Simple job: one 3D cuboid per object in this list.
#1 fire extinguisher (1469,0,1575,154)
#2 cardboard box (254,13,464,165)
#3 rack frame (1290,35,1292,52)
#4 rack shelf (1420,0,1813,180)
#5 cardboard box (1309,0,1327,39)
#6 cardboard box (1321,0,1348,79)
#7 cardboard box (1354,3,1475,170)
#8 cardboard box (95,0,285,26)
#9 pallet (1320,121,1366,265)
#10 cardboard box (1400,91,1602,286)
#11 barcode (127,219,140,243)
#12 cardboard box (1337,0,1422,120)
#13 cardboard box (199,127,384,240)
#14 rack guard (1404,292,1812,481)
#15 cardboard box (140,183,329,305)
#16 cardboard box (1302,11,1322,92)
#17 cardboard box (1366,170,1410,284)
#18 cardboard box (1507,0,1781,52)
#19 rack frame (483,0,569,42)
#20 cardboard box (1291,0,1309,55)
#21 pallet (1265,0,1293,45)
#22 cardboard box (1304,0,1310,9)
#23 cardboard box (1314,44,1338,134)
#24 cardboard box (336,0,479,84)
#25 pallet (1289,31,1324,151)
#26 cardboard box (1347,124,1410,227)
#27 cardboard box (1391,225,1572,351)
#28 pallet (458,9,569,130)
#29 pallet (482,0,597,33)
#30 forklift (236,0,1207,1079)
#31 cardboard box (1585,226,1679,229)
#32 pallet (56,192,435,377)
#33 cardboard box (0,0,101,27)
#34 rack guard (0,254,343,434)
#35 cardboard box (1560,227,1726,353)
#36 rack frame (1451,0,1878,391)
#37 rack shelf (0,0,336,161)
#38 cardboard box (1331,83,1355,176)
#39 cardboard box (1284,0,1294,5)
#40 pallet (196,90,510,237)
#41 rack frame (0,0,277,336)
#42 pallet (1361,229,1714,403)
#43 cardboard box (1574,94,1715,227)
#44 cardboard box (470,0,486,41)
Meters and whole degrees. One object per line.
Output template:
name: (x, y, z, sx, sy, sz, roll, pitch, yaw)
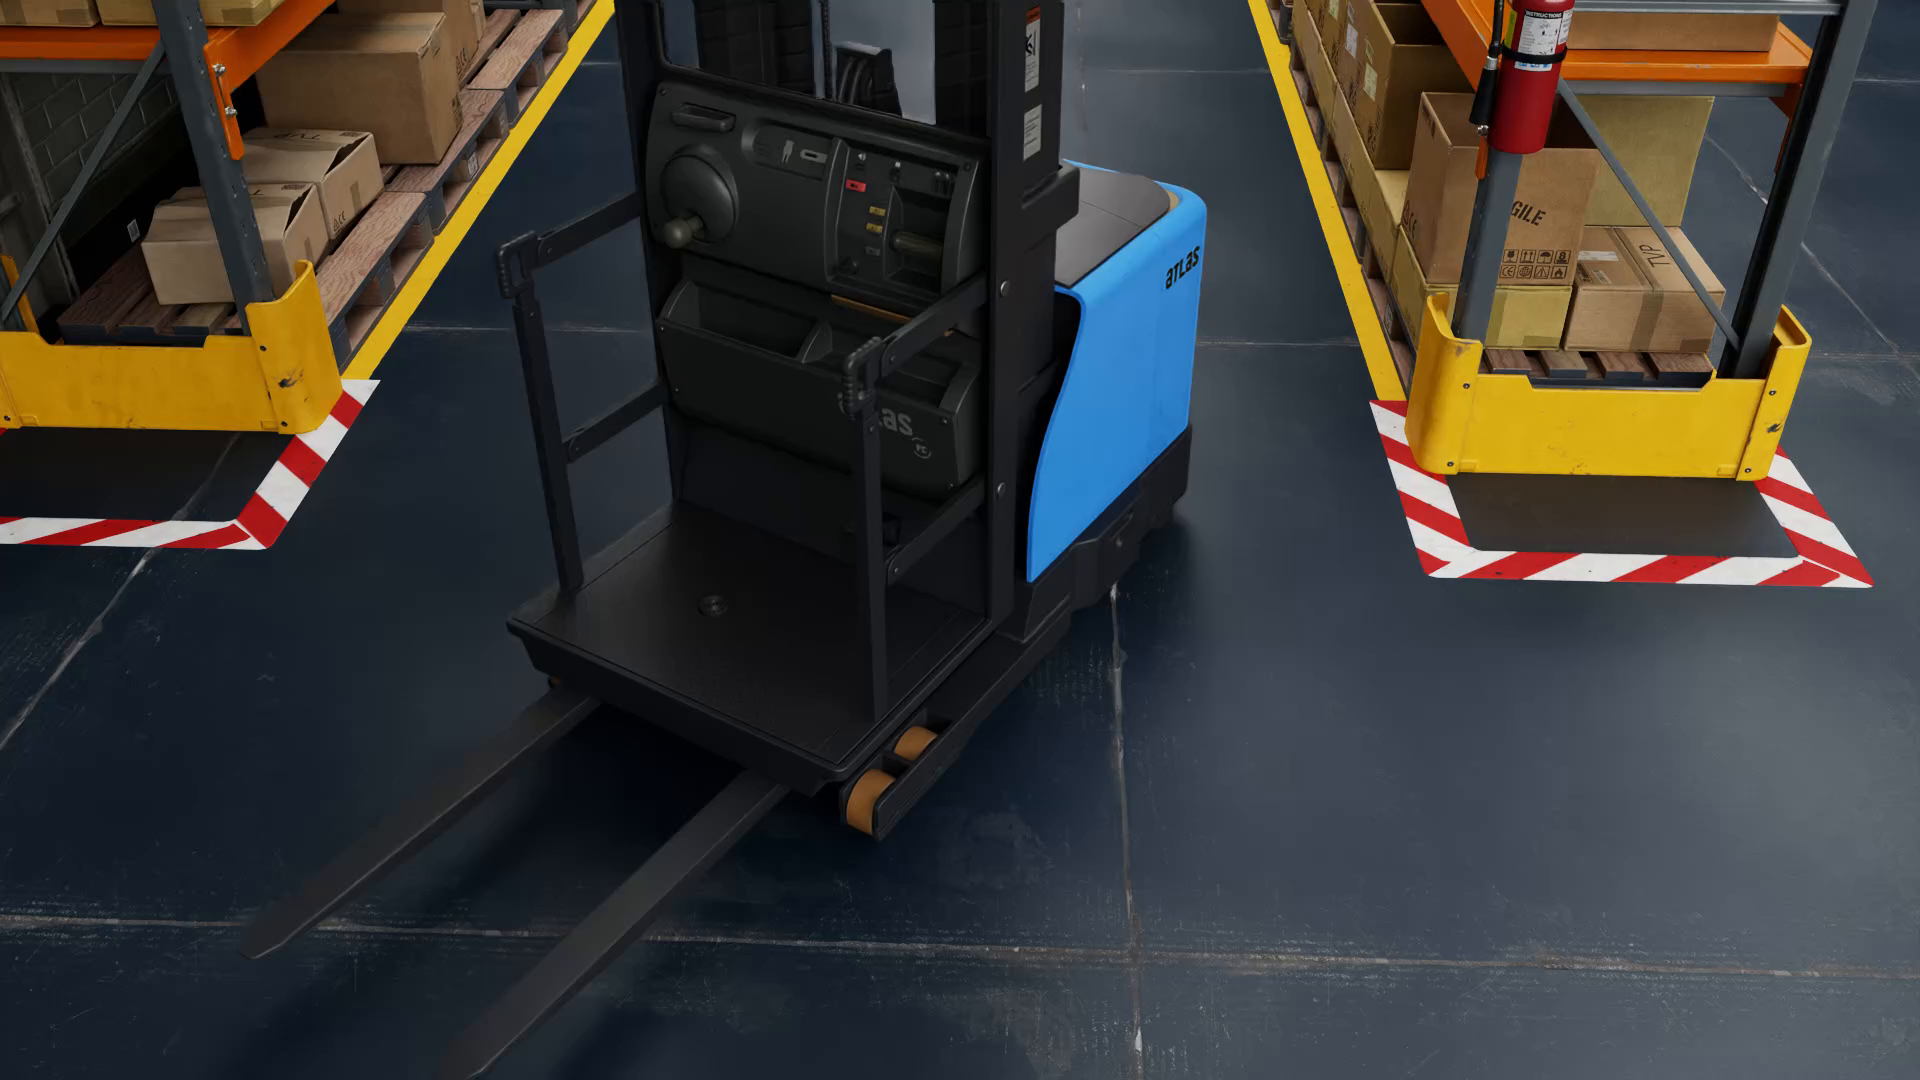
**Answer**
fire extinguisher: (1.661, -1.461, 4.787, 0.296, 0.674, 0.183, 1, 35, 2)
cardboard box: (-2.600, -1.963, 7.225, 0.700, 0.500, 0.500, -1, 35, -1)
rack frame: (2.290, -3.848, 8.116, 1.000, 3.000, 0.127, 1, 35, 2)
rack shelf: (2.210, -2.404, 6.688, 1.077, 0.370, 4.000, 1, 35, 2)
cardboard box: (1.947, -2.655, 7.793, 0.500, 0.500, 0.500, 1, 35, 2)
cardboard box: (1.919, -2.368, 7.384, 0.500, 0.500, 0.500, 1, 35, 2)
cardboard box: (1.879, -1.793, 6.567, 0.500, 0.500, 0.500, 1, 35, 2)
cardboard box: (-2.483, -1.882, 5.432, 0.500, 0.250, 0.500, 0, 35, 1)
pallet: (2.170, -1.548, 7.269, 1.003, 0.211, 1.213, 1, 35, 2)
cardboard box: (1.854, -1.218, 5.749, 0.500, 0.500, 0.500, 1, 35, 2)
barcode: (-3.101, -1.161, 6.241, 0.001, 0.075, 0.075, 1, 35, 2)
cardboard box: (1.901, -2.080, 6.975, 0.500, 0.500, 0.500, 1, 35, 2)
cardboard box: (-2.679, -1.465, 6.681, 0.500, 0.311, 0.500, 4, 35, 6)
rack guard: (2.129, -0.513, 5.545, 1.175, 0.500, 0.348, 1, 35, 2)
cardboard box: (-2.702, -1.137, 6.215, 0.500, 0.311, 0.500, -2, 35, -3)
cardboard box: (1.944, -2.348, 8.008, 0.500, 0.250, 0.500, 1, 35, 2)
cardboard box: (1.864, -1.199, 6.373, 0.500, 0.250, 0.500, 1, 35, 2)
cardboard box: (2.161, -1.859, 5.199, 0.700, 0.500, 0.500, 1, 35, 2)
rack frame: (-2.659, -3.960, 8.276, 1.000, 3.000, 0.127, 1, 35, 2)
cardboard box: (1.969, -2.635, 8.417, 0.500, 0.250, 0.500, 1, 35, 2)
pallet: (2.281, -3.131, 9.522, 1.003, 0.211, 1.213, 1, 35, 2)
cardboard box: (1.959, -2.942, 8.202, 0.500, 0.500, 0.500, 1, 35, 2)
cardboard box: (1.918, -2.061, 7.600, 0.500, 0.250, 0.500, 1, 35, 2)
cardboard box: (-2.661, -2.520, 8.019, 0.500, 0.500, 0.500, -1, 35, -2)
pallet: (2.217, -2.251, 8.269, 1.003, 0.211, 1.213, 1, 35, 2)
cardboard box: (1.882, -1.486, 6.782, 0.500, 0.250, 0.500, 1, 35, 2)
cardboard box: (1.856, -0.911, 5.964, 0.500, 0.250, 0.500, 1, 35, 2)
pallet: (-2.651, -2.433, 8.528, 1.003, 0.211, 1.213, 1, 35, 2)
pallet: (-2.630, -3.267, 9.714, 1.003, 0.211, 1.213, 1, 35, 2)
forklift: (-0.480, -0.763, 3.787, 1.130, 2.935, 3.031, 20, 40, 26)
cardboard box: (2.390, -1.187, 6.356, 0.500, 0.250, 0.500, 1, 35, 2)
pallet: (-2.749, -1.031, 6.533, 1.003, 0.211, 1.213, 1, 35, 2)
cardboard box: (-2.995, -1.882, 5.432, 0.500, 0.250, 0.500, 2, 35, 3)
rack guard: (-2.817, -0.683, 5.787, 1.175, 0.500, 0.348, 1, 35, 2)
cardboard box: (2.374, -0.899, 5.947, 0.500, 0.250, 0.500, 1, 35, 2)
rack frame: (2.130, -1.550, 4.846, 1.000, 3.000, 0.127, 1, 35, 2)
rack shelf: (-2.740, -2.517, 6.848, 1.077, 0.370, 4.000, 1, 35, 2)
cardboard box: (1.904, -1.774, 7.191, 0.500, 0.250, 0.500, 1, 35, 2)
cardboard box: (2.017, -3.140, 9.135, 0.500, 0.250, 0.500, 1, 35, 1)
pallet: (-2.697, -1.730, 7.528, 1.003, 0.211, 1.213, 1, 35, 2)
rack frame: (-2.820, -1.662, 5.006, 1.000, 3.000, 0.127, 1, 35, 2)
pallet: (2.119, -0.849, 6.275, 1.003, 0.211, 1.213, 1, 35, 2)
cardboard box: (2.392, -1.494, 6.140, 0.500, 0.500, 0.500, 1, 35, 2)
cardboard box: (-2.651, -2.673, 8.526, 0.380, 0.166, 0.250, -3, 35, -4)
